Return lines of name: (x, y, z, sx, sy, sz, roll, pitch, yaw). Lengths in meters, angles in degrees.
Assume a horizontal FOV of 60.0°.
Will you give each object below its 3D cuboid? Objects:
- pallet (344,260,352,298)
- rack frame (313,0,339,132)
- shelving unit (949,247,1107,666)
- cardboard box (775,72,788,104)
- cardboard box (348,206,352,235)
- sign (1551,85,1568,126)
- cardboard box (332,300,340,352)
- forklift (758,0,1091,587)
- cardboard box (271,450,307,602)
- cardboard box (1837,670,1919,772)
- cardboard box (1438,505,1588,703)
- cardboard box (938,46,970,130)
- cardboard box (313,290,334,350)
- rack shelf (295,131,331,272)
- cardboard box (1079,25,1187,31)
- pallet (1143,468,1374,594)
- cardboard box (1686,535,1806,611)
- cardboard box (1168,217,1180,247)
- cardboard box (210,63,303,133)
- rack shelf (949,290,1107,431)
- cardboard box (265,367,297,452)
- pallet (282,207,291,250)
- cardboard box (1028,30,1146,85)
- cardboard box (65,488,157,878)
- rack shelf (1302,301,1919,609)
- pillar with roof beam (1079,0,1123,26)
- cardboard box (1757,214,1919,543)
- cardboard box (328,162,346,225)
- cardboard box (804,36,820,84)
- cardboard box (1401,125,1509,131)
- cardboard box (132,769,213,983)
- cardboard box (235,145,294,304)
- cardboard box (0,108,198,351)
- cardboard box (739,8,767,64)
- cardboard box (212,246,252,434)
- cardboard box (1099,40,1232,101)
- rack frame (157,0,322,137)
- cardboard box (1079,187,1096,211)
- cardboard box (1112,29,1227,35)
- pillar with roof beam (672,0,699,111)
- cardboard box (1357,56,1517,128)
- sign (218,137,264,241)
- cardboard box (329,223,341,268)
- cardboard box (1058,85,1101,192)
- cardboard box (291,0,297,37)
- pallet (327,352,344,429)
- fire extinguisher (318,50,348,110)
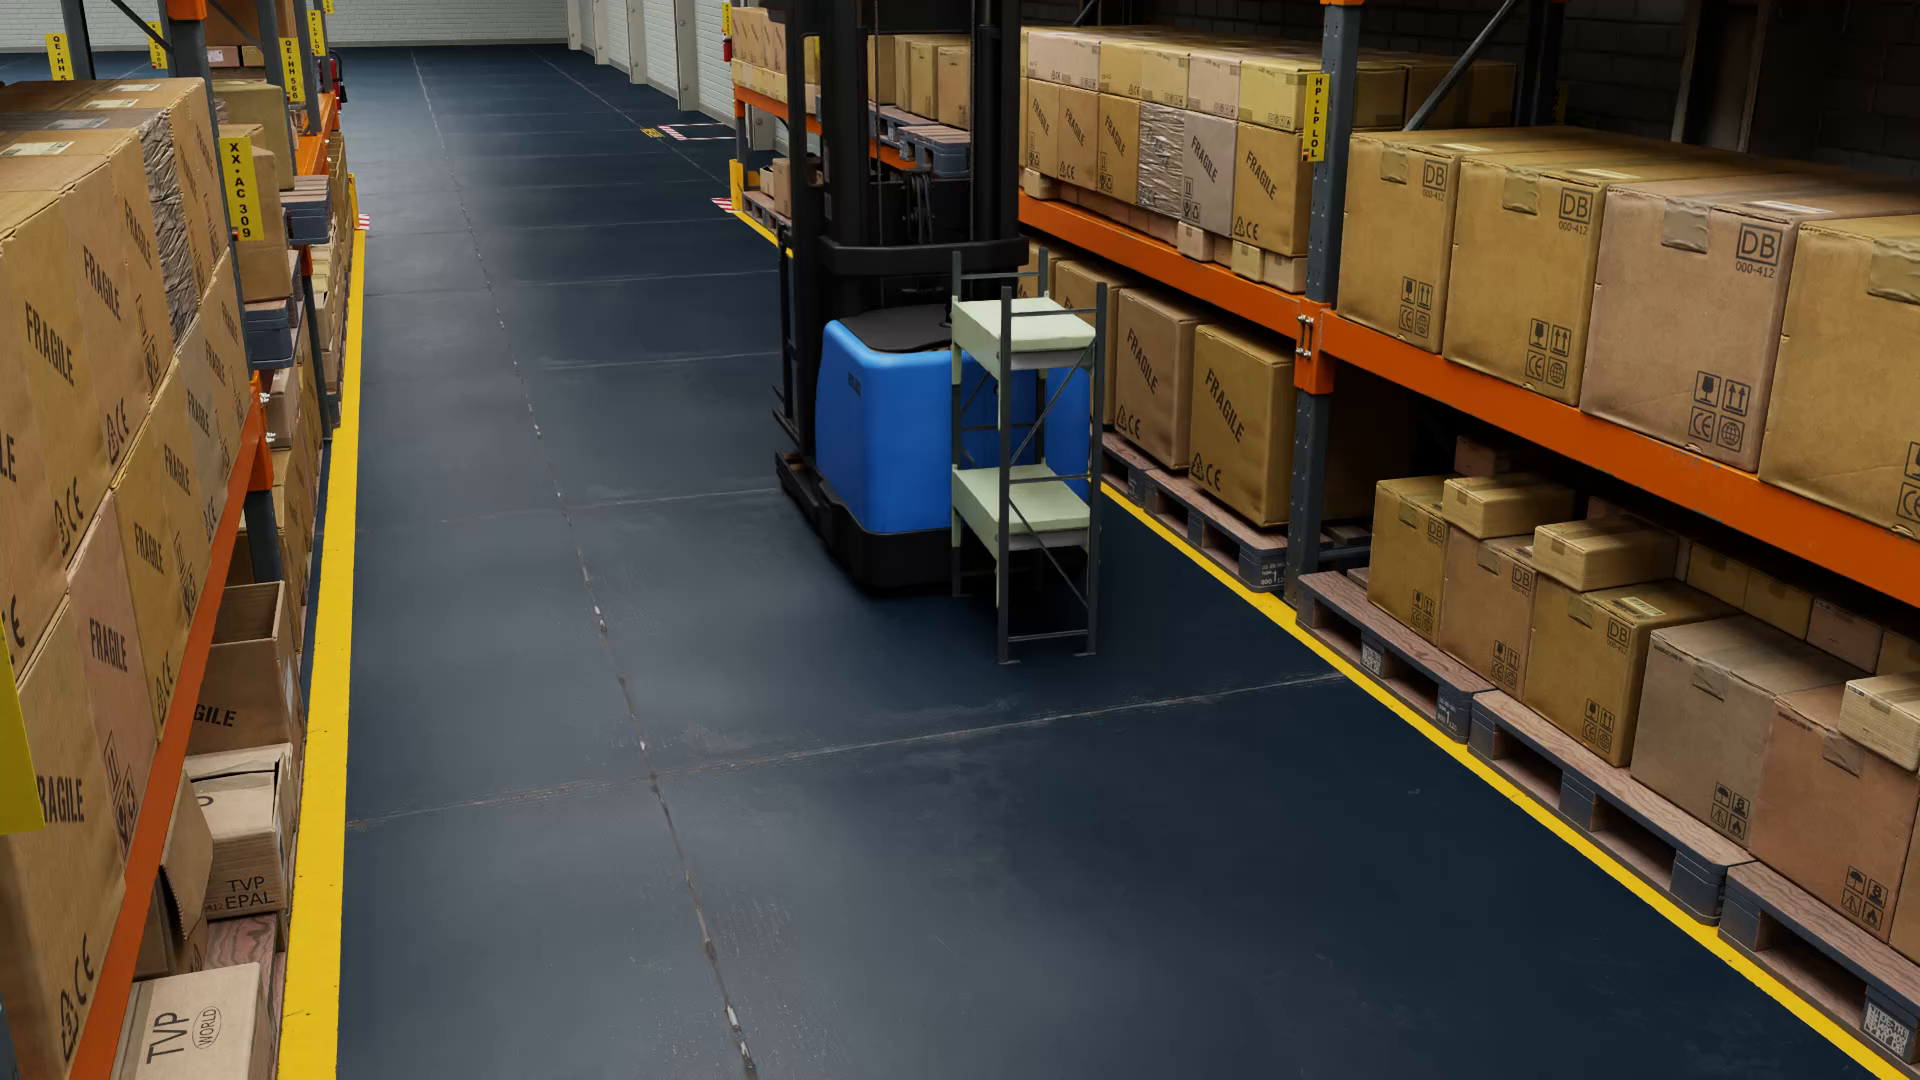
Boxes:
pallet: (-5.539, -2.168, 13.639, 1.003, 0.211, 1.213, -6, 21, -17)
rack frame: (-6.586, -4.504, 16.019, 1.000, 3.000, 0.127, -6, 21, -17)
shelving unit: (0.254, -0.351, 6.669, 0.431, 1.500, 0.755, -5, 21, -14)
cardboard box: (-1.385, -4.127, 15.162, 0.500, 0.250, 0.500, -7, 21, -18)
cardboard box: (-5.654, -2.787, 14.684, 0.500, 0.250, 0.500, -6, 21, -17)
sign: (2.414, -1.685, 6.772, 0.100, 0.325, 0.005, -6, 21, -17)
cardboard box: (-4.285, -1.367, 10.732, 0.500, 0.250, 0.500, -7, 21, -19)
forklift: (-0.336, -1.642, 8.151, 1.130, 2.935, 3.031, -6, 21, -16)
cardboard box: (-2.913, -0.035, 6.623, 0.500, 0.500, 0.500, -6, 21, -16)
cardboard box: (2.535, 0.459, 4.319, 0.380, 0.149, 0.250, -6, 21, -16)
cardboard box: (2.180, 0.211, 5.970, 0.700, 0.500, 0.500, -7, 21, -18)
cardboard box: (0.271, -3.045, 11.157, 0.700, 0.500, 0.500, -8, 21, -22)
cardboard box: (-3.957, -1.304, 9.725, 0.500, 0.311, 0.500, -6, 21, -15)
rack shelf: (-4.700, -2.240, 10.780, 1.077, 0.370, 4.000, -6, 21, -17)
cardboard box: (1.019, -2.896, 9.814, 0.500, 0.250, 0.500, -6, 21, -16)
pallet: (1.573, -0.108, 7.905, 1.003, 0.211, 1.213, -6, 21, -17)
cardboard box: (2.579, 0.093, 5.336, 0.380, 0.149, 0.250, -7, 21, -18)
cardboard box: (1.219, -1.481, 7.944, 0.380, 0.149, 0.250, -6, 21, -17)
cardboard box: (-5.474, -3.409, 12.823, 0.700, 0.500, 0.500, -7, 21, -19)
rack shelf: (0.254, -0.717, 6.535, 0.431, 0.370, 0.720, -5, 21, -14)
cardboard box: (-3.049, -0.539, 6.917, 0.500, 0.250, 0.500, -6, 21, -17)
pallet: (-3.456, -1.223, 7.168, 1.003, 0.211, 1.213, -6, 21, -17)
cardboard box: (0.698, -2.668, 9.181, 0.500, 0.250, 0.500, -7, 21, -18)
cardboard box: (-1.613, 0.248, 2.641, 0.500, 0.500, 0.500, -7, 21, -18)
rack shelf: (2.516, -0.200, 5.101, 1.077, 0.370, 4.000, -6, 21, -17)
pillar with roof beam: (-3.044, -5.339, 9.470, 9.100, 9.000, 0.400, -6, 21, -17)
cardboard box: (2.735, -0.433, 4.241, 0.980, 0.700, 0.700, -7, 21, -18)
cardboard box: (-5.342, -2.819, 13.664, 0.500, 0.500, 0.500, -6, 21, -17)
cardboard box: (-1.069, -4.159, 14.140, 0.500, 0.500, 0.500, -6, 21, -17)
cardboard box: (1.982, -1.552, 7.181, 0.500, 0.500, 0.500, -7, 21, -19)
cardboard box: (-2.219, 0.917, 3.968, 0.797, 0.503, 0.637, -6, 21, -17)
cardboard box: (-2.751, -1.074, 5.699, 0.700, 0.500, 0.500, -15, 24, -35)
cardboard box: (-2.088, -0.710, 3.829, 0.500, 0.500, 0.500, -6, 21, -17)
cardboard box: (-1.874, -4.979, 16.423, 0.500, 0.500, 0.500, -6, 21, -17)
cardboard box: (-2.414, -0.567, 4.910, 0.500, 0.500, 0.500, -6, 21, -16)
cardboard box: (1.025, -2.345, 8.281, 0.500, 0.250, 0.500, -7, 21, -18)
rack frame: (-5.329, -3.220, 12.445, 1.000, 3.000, 0.127, -6, 21, -17)
cardboard box: (0.874, -1.899, 9.109, 0.380, 0.149, 0.250, -6, 21, -16)
cardboard box: (1.178, -2.729, 9.350, 0.500, 0.250, 0.500, -7, 21, -19)
pillar with roof beam: (-8.702, -11.116, 25.552, 9.100, 9.000, 0.400, -6, 21, -17)
cardboard box: (1.990, -1.905, 7.057, 0.500, 0.250, 0.500, -6, 21, -16)
sign: (-2.302, -1.121, 5.319, 0.100, 0.325, 0.005, -6, 21, -17)
cardboard box: (-4.760, -2.122, 12.004, 0.500, 0.311, 0.500, -6, 21, -16)
cardboard box: (0.850, -2.149, 8.845, 0.500, 0.500, 0.500, -6, 21, -17)
cardboard box: (-5.791, -4.343, 13.502, 0.700, 0.500, 0.500, -6, 21, -17)
pallet: (-4.293, -0.893, 10.090, 1.003, 0.211, 1.213, -6, 21, -17)
fire extinguisher: (-6.182, -4.555, 16.275, 0.296, 0.674, 0.183, -6, 21, -17)
